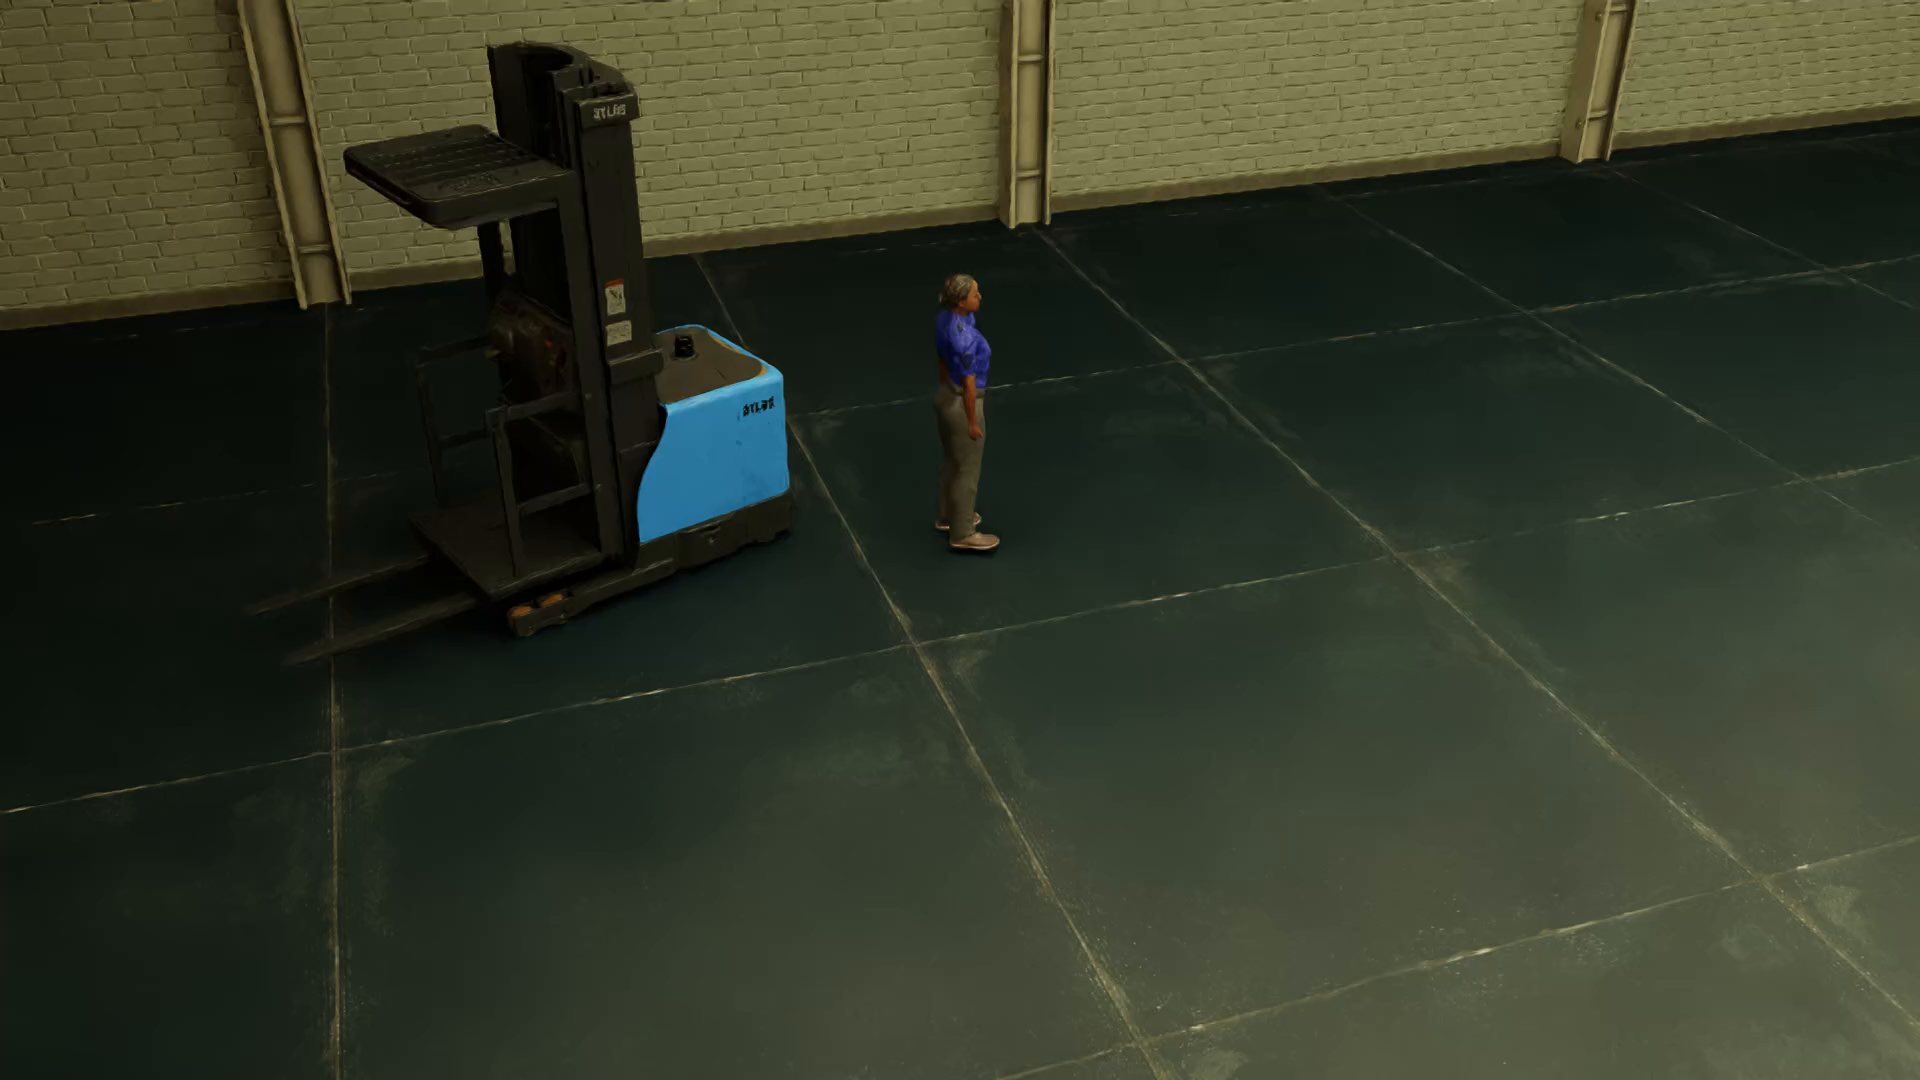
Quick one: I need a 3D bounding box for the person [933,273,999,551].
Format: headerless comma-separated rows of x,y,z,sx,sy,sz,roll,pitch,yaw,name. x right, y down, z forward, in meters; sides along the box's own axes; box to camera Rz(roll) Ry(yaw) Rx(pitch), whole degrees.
0.025,-0.753,9.594,0.320,1.662,0.446,-10,31,-16,person

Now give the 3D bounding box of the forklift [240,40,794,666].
-2.473,-1.039,8.893,3.031,2.935,1.130,-22,36,-33,forklift
